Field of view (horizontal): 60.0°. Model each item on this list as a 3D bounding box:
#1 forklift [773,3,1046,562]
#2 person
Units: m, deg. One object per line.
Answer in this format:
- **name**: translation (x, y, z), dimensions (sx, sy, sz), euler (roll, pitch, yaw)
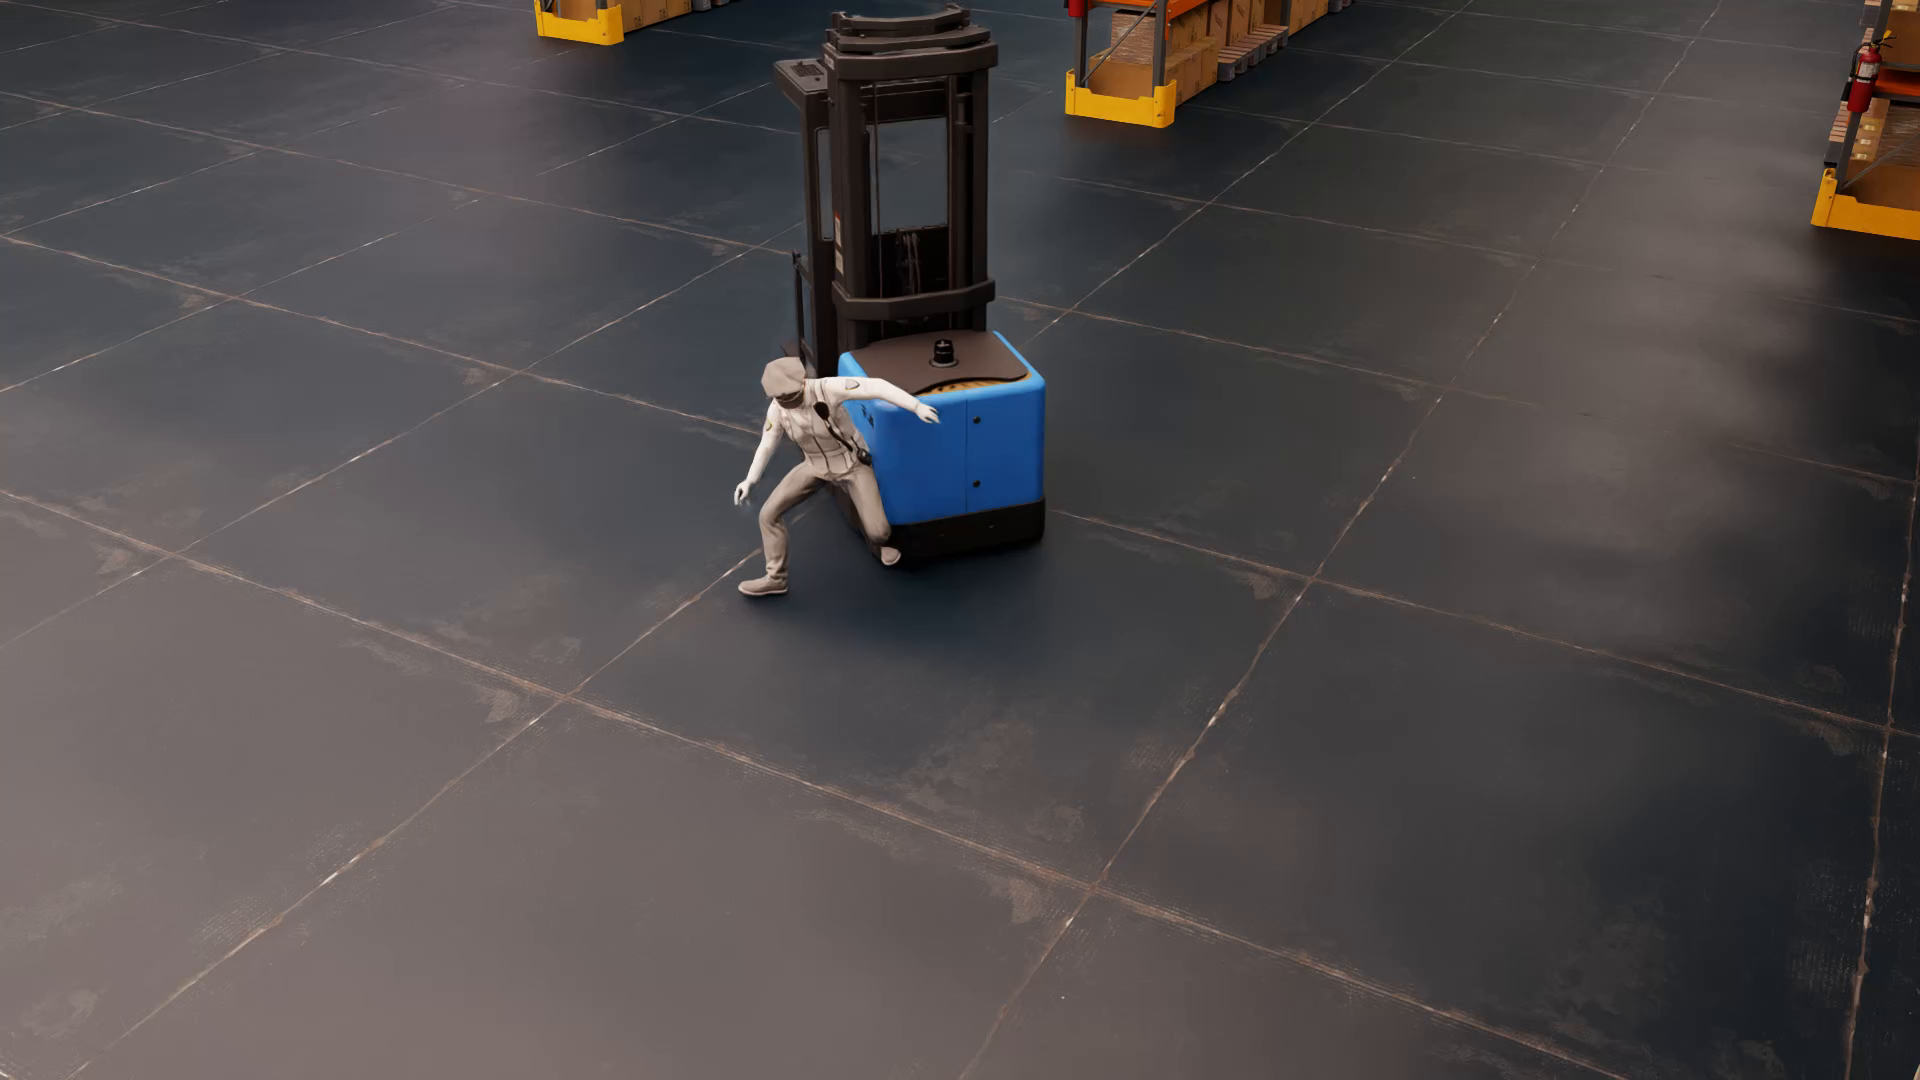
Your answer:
- **forklift**: translation (-0.470, -1.861, 10.295), dimensions (1.130, 2.935, 3.031), euler (-10, 32, -17)
- **person**: translation (-0.679, -0.374, 9.217), dimensions (1.090, 1.431, 0.744), euler (10, 31, 16)
